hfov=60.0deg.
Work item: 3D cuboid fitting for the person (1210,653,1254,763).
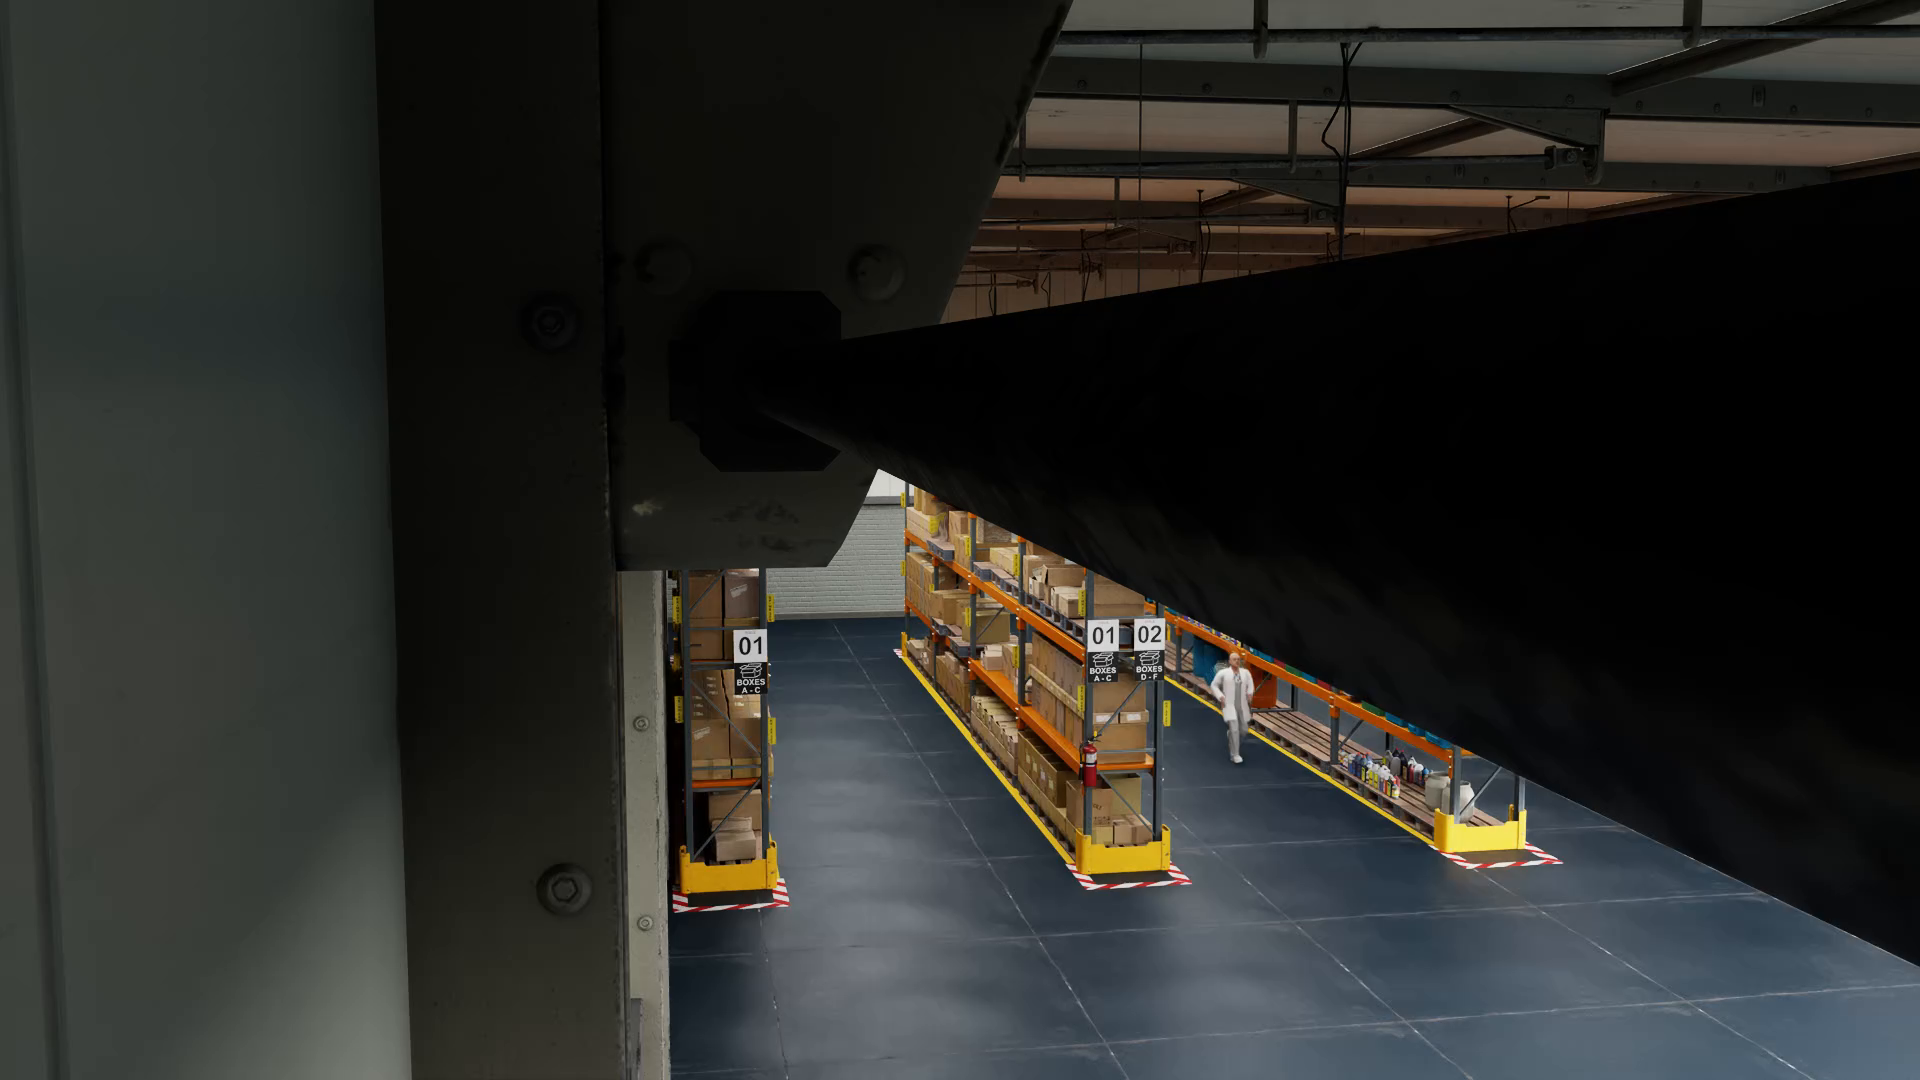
[{"bbox_3d":[4.413,2.685,26.846,0.714,1.733,0.812,-1,6,-11],"label":"person"}]
